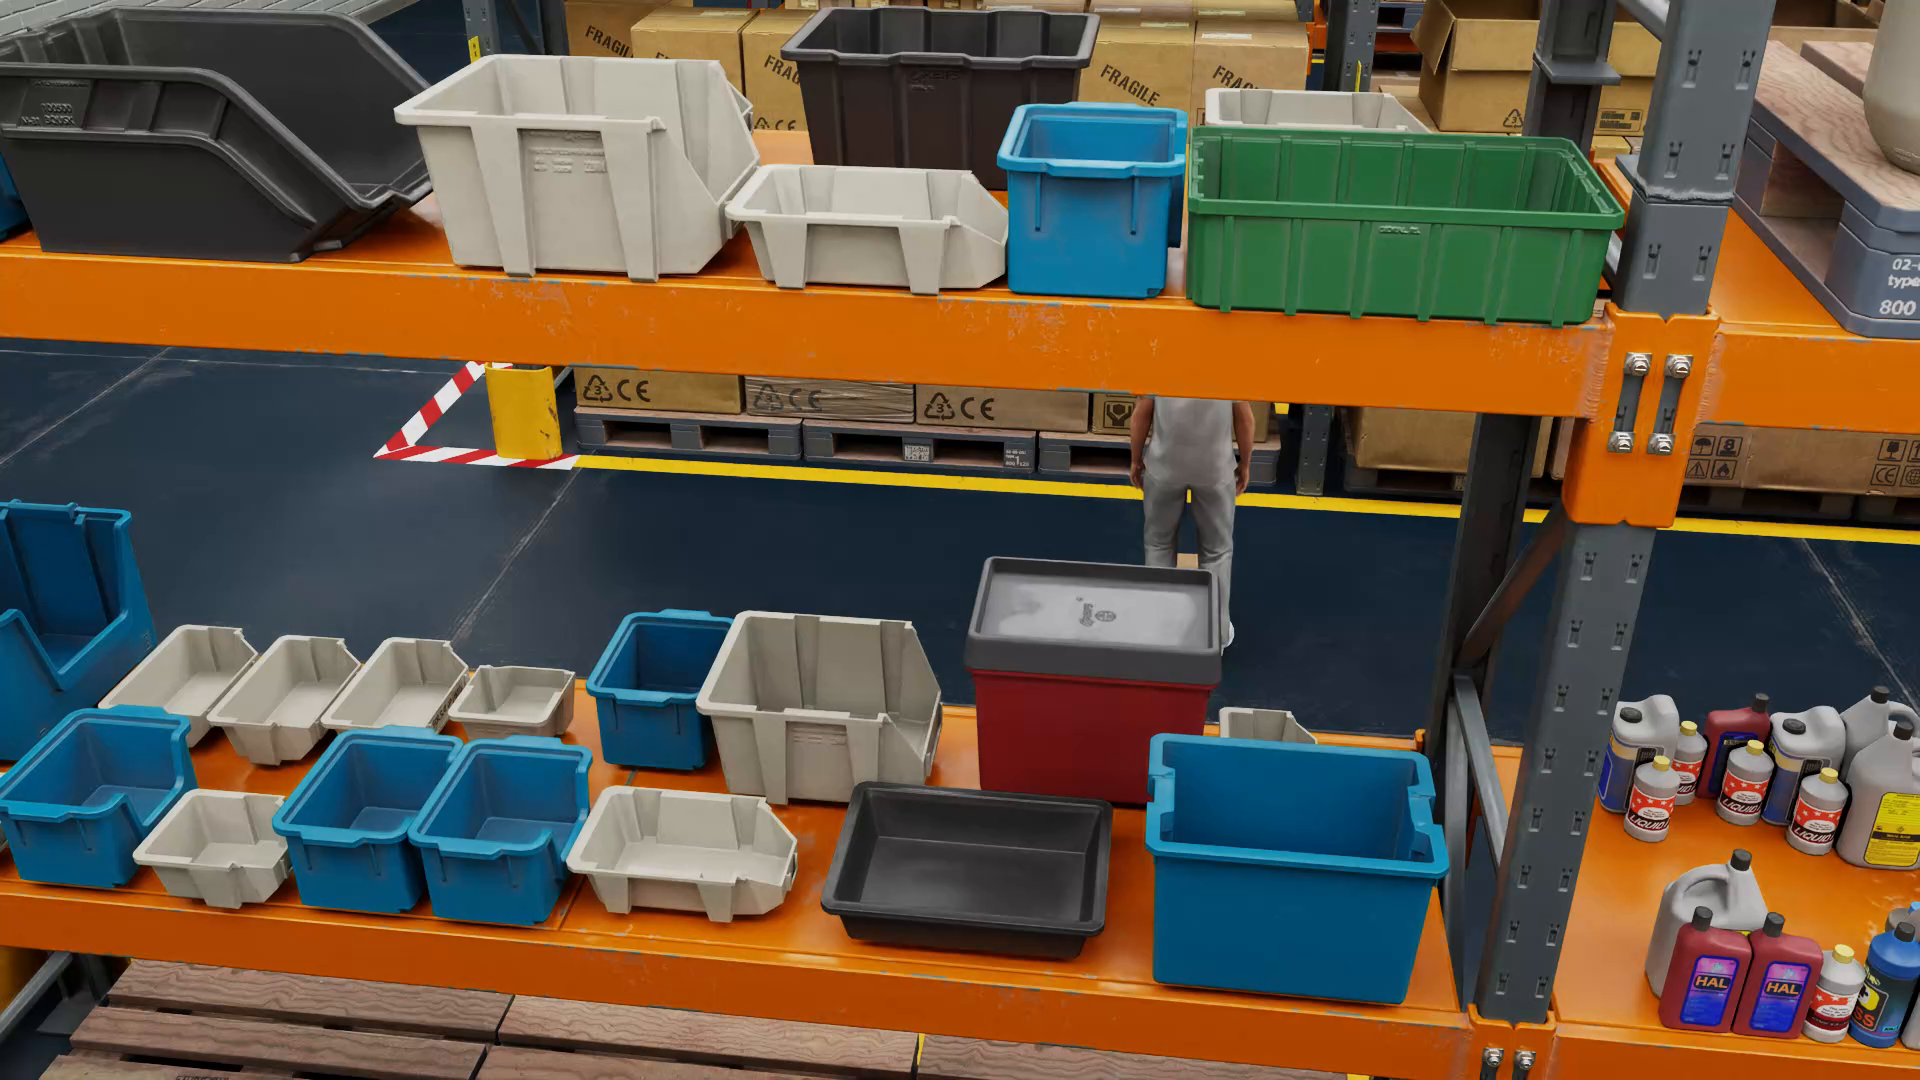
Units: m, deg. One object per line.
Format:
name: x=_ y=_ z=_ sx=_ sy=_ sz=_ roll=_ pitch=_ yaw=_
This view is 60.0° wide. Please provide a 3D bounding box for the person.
person: x=0.919 y=-0.293 z=6.665 sx=0.485 sy=1.673 sz=0.407 roll=4 pitch=29 yaw=7
